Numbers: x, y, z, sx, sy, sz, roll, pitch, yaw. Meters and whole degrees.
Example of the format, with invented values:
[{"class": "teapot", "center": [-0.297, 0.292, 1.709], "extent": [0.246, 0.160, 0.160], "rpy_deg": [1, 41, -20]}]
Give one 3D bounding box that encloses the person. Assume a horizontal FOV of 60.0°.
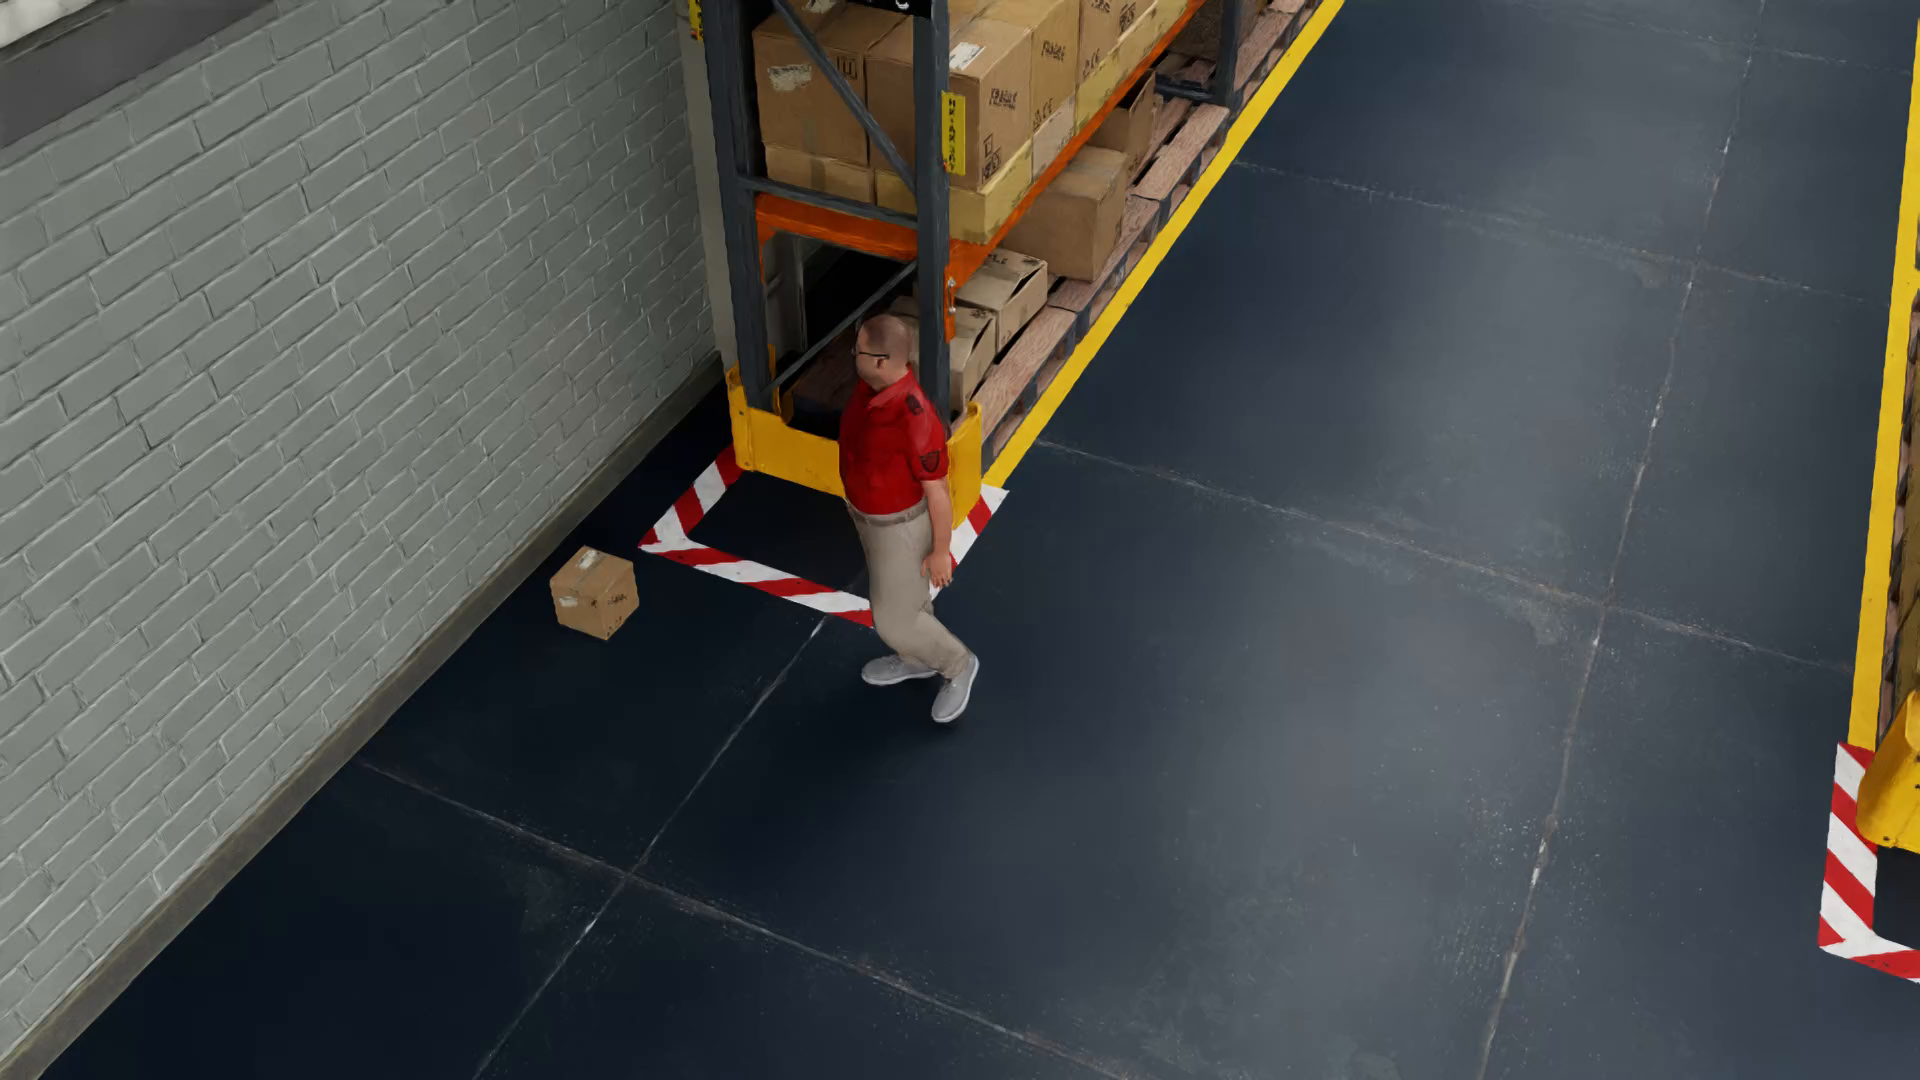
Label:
[{"class": "person", "center": [-0.196, -0.070, 6.245], "extent": [0.467, 1.725, 0.659], "rpy_deg": [-15, 44, -16]}]
